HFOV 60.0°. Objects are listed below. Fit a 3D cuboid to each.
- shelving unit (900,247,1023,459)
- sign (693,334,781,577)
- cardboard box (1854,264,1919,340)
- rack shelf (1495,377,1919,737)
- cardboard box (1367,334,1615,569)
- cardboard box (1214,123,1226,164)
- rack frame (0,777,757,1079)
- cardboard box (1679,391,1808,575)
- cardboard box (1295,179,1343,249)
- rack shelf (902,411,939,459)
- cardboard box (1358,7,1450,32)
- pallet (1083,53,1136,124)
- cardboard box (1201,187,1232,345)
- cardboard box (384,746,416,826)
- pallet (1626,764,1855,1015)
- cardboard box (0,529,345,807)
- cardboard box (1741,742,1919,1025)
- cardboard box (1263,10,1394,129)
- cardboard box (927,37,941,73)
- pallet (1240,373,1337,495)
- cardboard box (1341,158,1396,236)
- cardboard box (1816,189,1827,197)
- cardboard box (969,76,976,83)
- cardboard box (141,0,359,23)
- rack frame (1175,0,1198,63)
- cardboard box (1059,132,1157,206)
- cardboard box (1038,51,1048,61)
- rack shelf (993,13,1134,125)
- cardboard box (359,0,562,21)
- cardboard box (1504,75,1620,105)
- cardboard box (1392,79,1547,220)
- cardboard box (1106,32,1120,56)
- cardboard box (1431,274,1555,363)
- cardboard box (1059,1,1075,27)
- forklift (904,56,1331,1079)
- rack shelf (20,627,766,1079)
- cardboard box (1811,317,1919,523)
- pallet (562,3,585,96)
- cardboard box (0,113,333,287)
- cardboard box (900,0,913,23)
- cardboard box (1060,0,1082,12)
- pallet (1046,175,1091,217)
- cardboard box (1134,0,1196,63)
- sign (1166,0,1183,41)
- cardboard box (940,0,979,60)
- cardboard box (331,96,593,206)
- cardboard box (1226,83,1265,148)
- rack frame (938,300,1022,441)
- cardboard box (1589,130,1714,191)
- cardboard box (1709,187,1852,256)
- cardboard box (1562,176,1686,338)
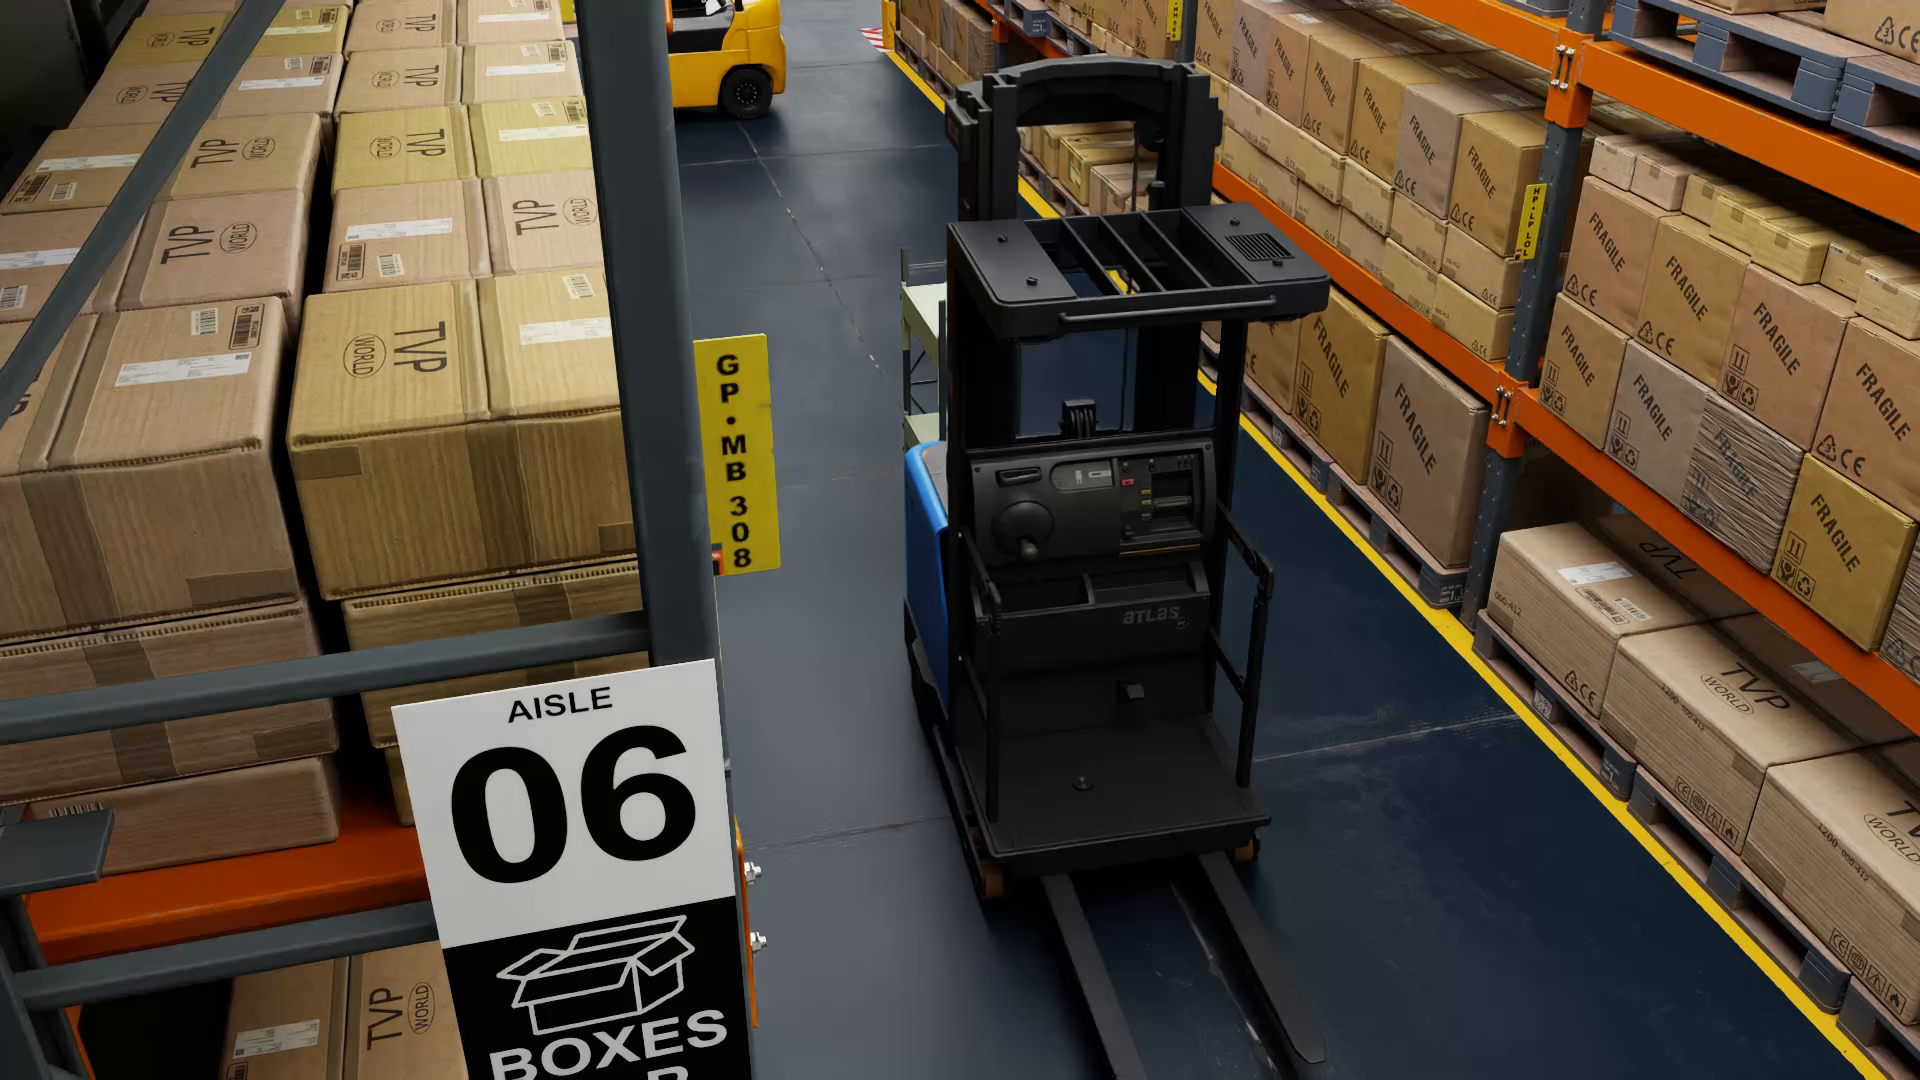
[{"bbox_3d":[-0.002,-0.652,8.380,0.431,1.500,0.755,-8,31,-13],"label":"shelving unit"},{"bbox_3d":[-0.280,-0.099,2.060,0.100,0.325,0.005,-8,31,-13],"label":"sign"},{"bbox_3d":[3.139,-0.776,5.351,0.380,0.149,0.250,-8,31,-13],"label":"cardboard box"},{"bbox_3d":[3.451,0.333,5.898,1.077,0.370,4.000,-8,31,-13],"label":"rack shelf"},{"bbox_3d":[2.678,-0.495,8.313,0.875,0.875,0.875,-7,31,-12],"label":"cardboard box"},{"bbox_3d":[1.745,-2.541,10.296,0.500,0.250,0.500,-8,31,-14],"label":"cardboard box"},{"bbox_3d":[-0.803,1.650,2.906,1.000,3.000,0.127,-8,31,-13],"label":"rack frame"},{"bbox_3d":[3.047,-0.241,6.073,0.500,0.500,0.500,-8,31,-13],"label":"cardboard box"},{"bbox_3d":[2.167,-1.804,9.021,0.500,0.250,0.500,-8,31,-13],"label":"cardboard box"},{"bbox_3d":[-0.002,-0.370,8.543,0.431,0.370,0.720,-8,31,-13],"label":"rack shelf"},{"bbox_3d":[2.517,-2.650,9.236,0.500,0.500,0.500,-8,31,-13],"label":"cardboard box"},{"bbox_3d":[1.566,-3.123,11.343,1.213,0.211,1.003,-8,31,-13],"label":"pallet"},{"bbox_3d":[1.961,-1.794,10.556,0.875,0.875,0.875,-8,31,-14],"label":"cardboard box"},{"bbox_3d":[-0.664,0.275,2.537,0.380,0.149,0.250,-7,31,-12],"label":"cardboard box"},{"bbox_3d":[3.373,1.231,6.413,1.003,0.211,1.213,-8,31,-13],"label":"pallet"},{"bbox_3d":[-1.184,0.109,2.426,0.500,0.250,0.500,-8,31,-14],"label":"cardboard box"},{"bbox_3d":[3.459,1.169,5.875,0.875,0.438,0.875,-7,31,-12],"label":"cardboard box"},{"bbox_3d":[2.017,-2.591,9.134,0.500,0.500,0.500,-7,31,-12],"label":"cardboard box"},{"bbox_3d":[-0.033,-4.796,16.367,0.500,0.250,0.500,-6,31,-10],"label":"cardboard box"},{"bbox_3d":[2.315,-0.690,9.732,1.003,0.211,1.213,-8,31,-13],"label":"pallet"},{"bbox_3d":[2.285,-1.766,8.457,0.500,0.250,0.500,-7,31,-12],"label":"cardboard box"},{"bbox_3d":[3.330,-1.331,6.310,0.380,0.149,0.250,-8,31,-13],"label":"cardboard box"},{"bbox_3d":[0.380,-4.049,15.077,0.500,0.250,0.500,-6,31,-11],"label":"cardboard box"},{"bbox_3d":[-1.855,-1.336,4.423,0.500,0.250,0.500,-9,31,-15],"label":"cardboard box"},{"bbox_3d":[1.858,-2.876,10.725,1.000,3.000,0.127,-8,31,-13],"label":"rack frame"},{"bbox_3d":[1.318,-2.917,12.999,0.950,0.372,0.625,-7,31,-12],"label":"cardboard box"},{"bbox_3d":[0.900,-4.445,15.012,0.500,0.500,0.500,-6,31,-11],"label":"cardboard box"},{"bbox_3d":[1.327,-3.531,12.574,1.077,0.370,4.000,-8,31,-13],"label":"rack shelf"},{"bbox_3d":[-1.356,-1.405,4.543,0.500,0.250,0.500,-8,31,-14],"label":"cardboard box"},{"bbox_3d":[2.918,-1.913,7.963,0.500,0.500,0.500,-8,31,-14],"label":"cardboard box"},{"bbox_3d":[2.415,-1.851,7.856,0.500,0.500,0.500,-7,31,-12],"label":"cardboard box"},{"bbox_3d":[1.234,-3.434,11.521,0.380,0.149,0.250,-9,31,-16],"label":"cardboard box"},{"bbox_3d":[2.558,-1.062,7.741,0.500,0.250,0.500,-9,31,-14],"label":"cardboard box"},{"bbox_3d":[0.958,-3.939,12.392,0.380,0.149,0.250,-7,31,-11],"label":"cardboard box"},{"bbox_3d":[0.547,-0.095,5.988,1.130,2.935,3.031,-6,31,-10],"label":"forklift"},{"bbox_3d":[-1.334,-0.303,4.003,1.077,0.370,4.000,-8,31,-13],"label":"rack shelf"},{"bbox_3d":[3.197,-0.420,5.384,0.500,0.500,0.500,-8,31,-14],"label":"cardboard box"},{"bbox_3d":[-1.970,-1.824,6.099,1.213,0.211,1.003,-8,31,-13],"label":"pallet"},{"bbox_3d":[-1.475,-0.605,3.161,0.500,0.250,0.500,-8,31,-13],"label":"cardboard box"},{"bbox_3d":[-0.311,-5.618,17.039,0.500,0.500,0.500,-9,31,-15],"label":"cardboard box"},{"bbox_3d":[1.043,-4.168,12.141,0.500,0.500,0.500,-9,31,-15],"label":"cardboard box"},{"bbox_3d":[1.332,-2.635,13.092,1.003,0.211,1.213,-8,31,-13],"label":"pallet"},{"bbox_3d":[1.469,-3.412,10.835,0.500,0.500,0.500,-9,31,-15],"label":"cardboard box"},{"bbox_3d":[1.337,-3.266,10.322,0.100,0.325,0.005,-8,31,-13],"label":"sign"},{"bbox_3d":[0.107,-4.866,15.740,0.500,0.500,0.500,-6,31,-11],"label":"cardboard box"},{"bbox_3d":[-0.942,-0.665,3.265,0.500,0.250,0.500,-8,31,-14],"label":"cardboard box"},{"bbox_3d":[1.891,-2.500,9.726,0.500,0.250,0.500,-7,31,-12],"label":"cardboard box"},{"bbox_3d":[0.095,-0.476,8.074,0.400,1.500,0.023,-8,31,-13],"label":"rack frame"},{"bbox_3d":[2.753,-1.514,6.626,0.380,0.149,0.250,-8,31,-14],"label":"cardboard box"},{"bbox_3d":[2.952,-1.146,5.991,0.380,0.149,0.250,-8,31,-14],"label":"cardboard box"},{"bbox_3d":[2.813,-1.158,6.658,0.500,0.500,0.500,-8,31,-13],"label":"cardboard box"}]
